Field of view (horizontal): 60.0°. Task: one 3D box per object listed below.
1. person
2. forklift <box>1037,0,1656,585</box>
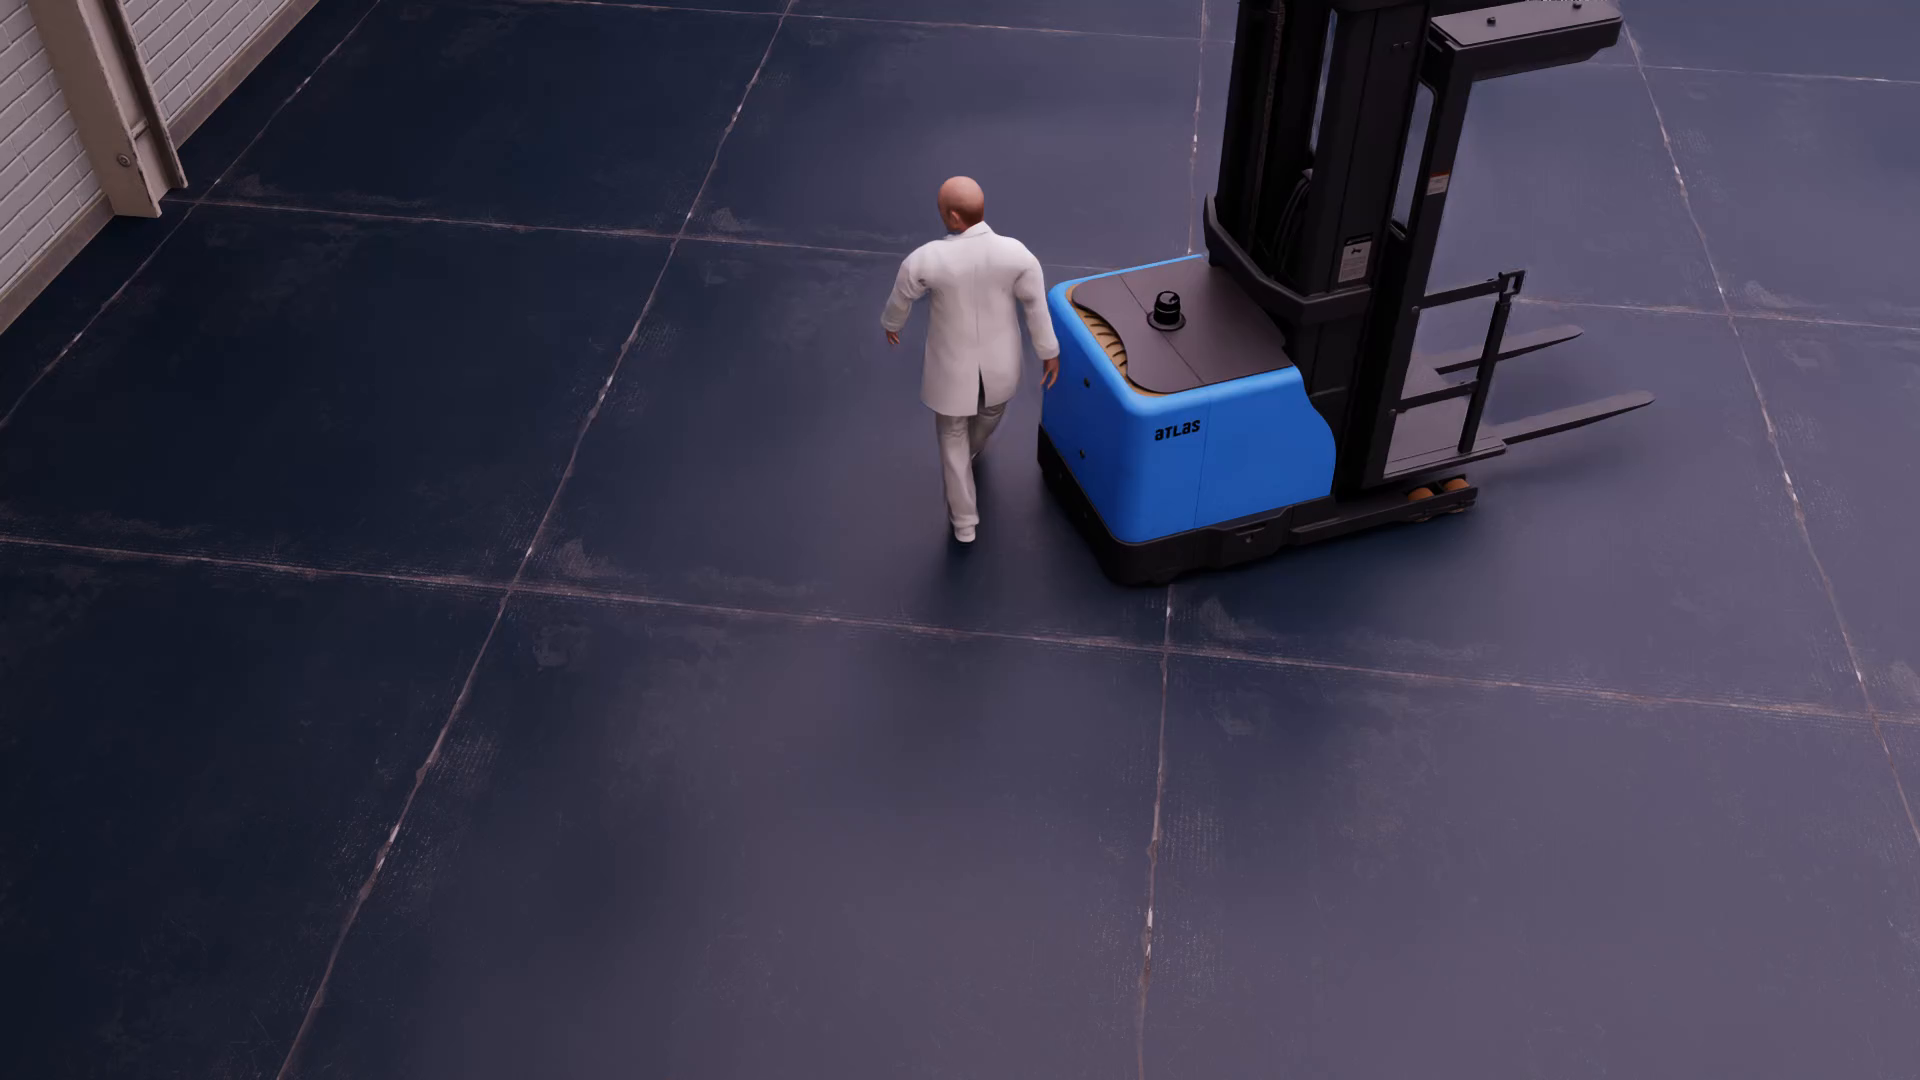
[{"bbox_3d":[0.037,-0.926,7.618,0.783,1.741,0.919,-6,43,-7],"label":"person"},{"bbox_3d":[1.955,-1.488,7.344,3.031,2.935,1.130,-14,44,-15],"label":"forklift"}]
